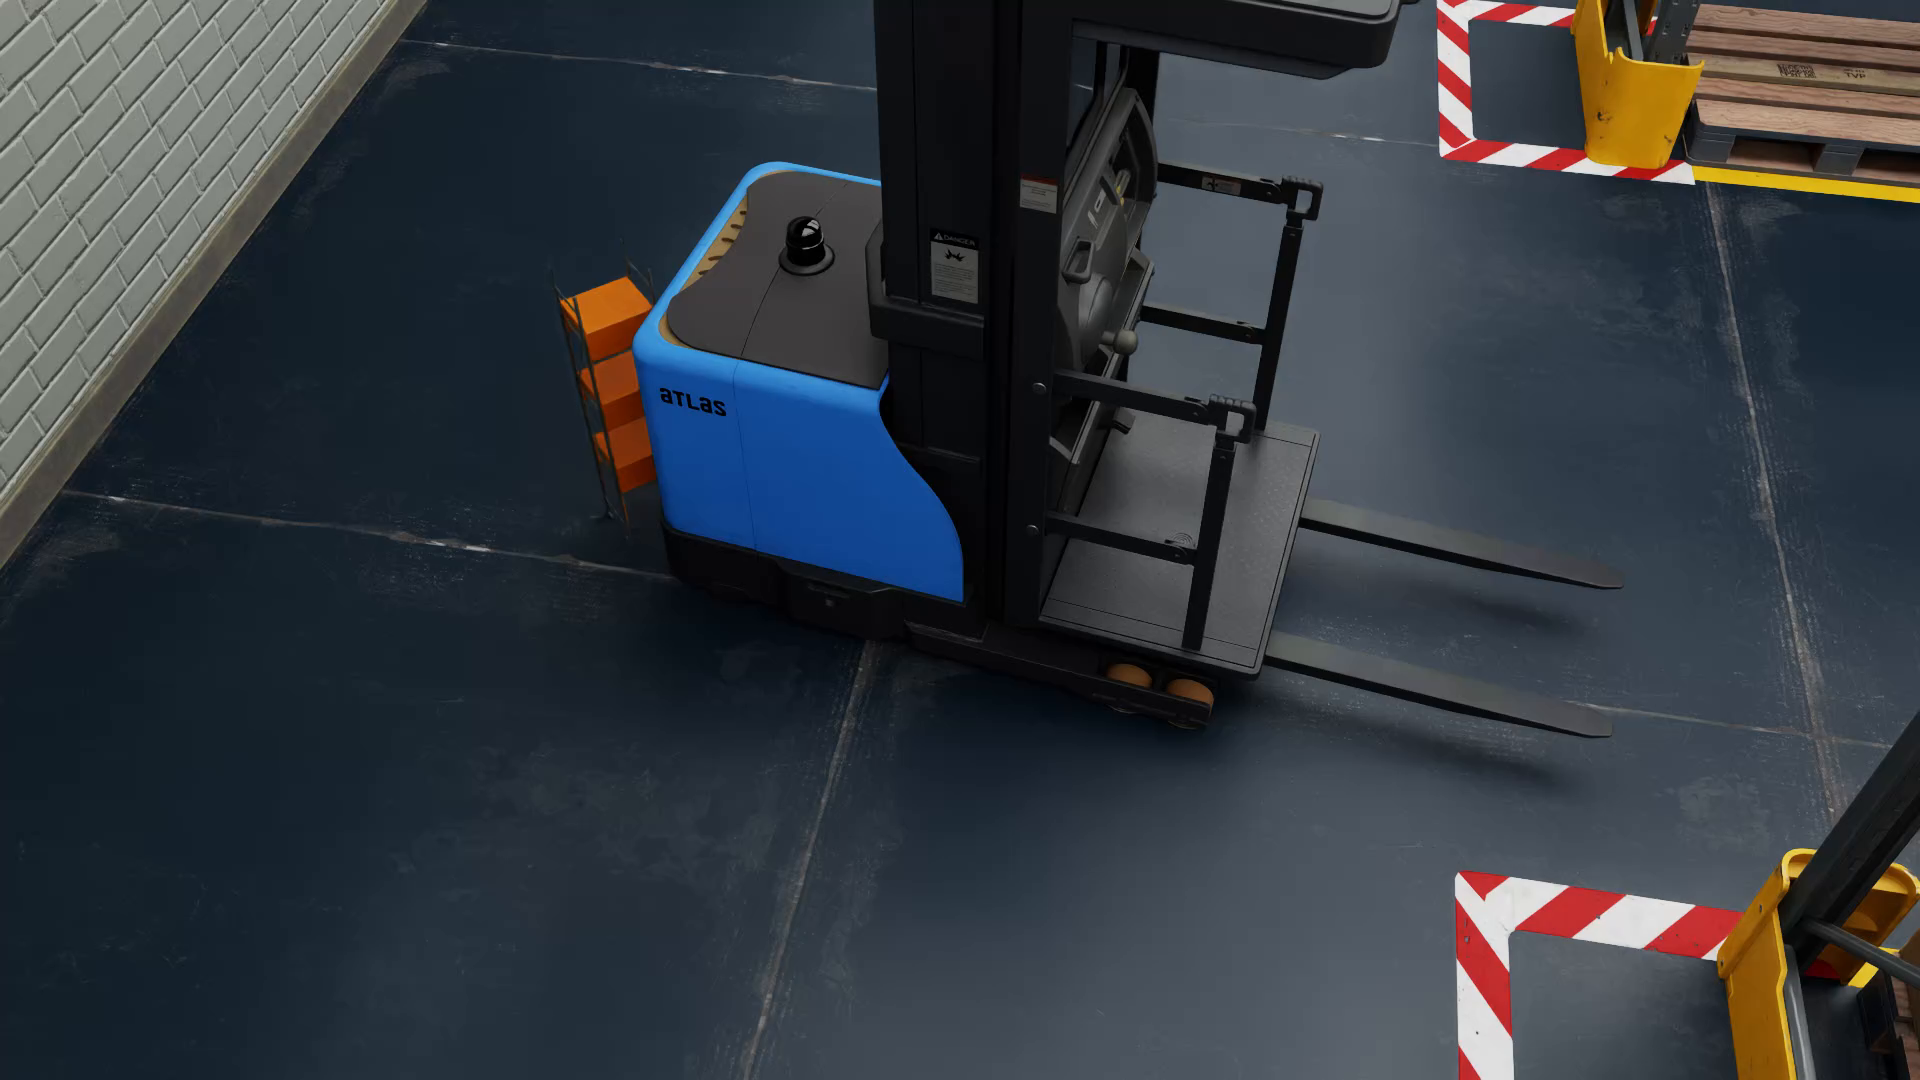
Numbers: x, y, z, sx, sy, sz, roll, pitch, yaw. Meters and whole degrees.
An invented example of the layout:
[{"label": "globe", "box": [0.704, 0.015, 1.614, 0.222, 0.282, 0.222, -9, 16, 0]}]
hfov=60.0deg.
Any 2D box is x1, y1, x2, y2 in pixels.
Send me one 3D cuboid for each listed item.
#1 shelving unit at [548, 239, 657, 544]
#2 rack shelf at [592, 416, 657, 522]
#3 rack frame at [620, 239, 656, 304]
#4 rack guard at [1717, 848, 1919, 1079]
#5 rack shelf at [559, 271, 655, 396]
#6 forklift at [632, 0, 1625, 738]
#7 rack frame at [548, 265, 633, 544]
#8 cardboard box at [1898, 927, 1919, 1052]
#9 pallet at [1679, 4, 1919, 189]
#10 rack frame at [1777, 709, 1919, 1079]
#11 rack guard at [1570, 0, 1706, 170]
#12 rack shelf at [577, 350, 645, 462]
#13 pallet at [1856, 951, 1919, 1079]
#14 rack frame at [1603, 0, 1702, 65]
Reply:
[{"label": "shelving unit", "box": [-1.092, -0.462, 5.451, 0.252, 1.050, 0.215, -26, 50, -22]}, {"label": "rack shelf", "box": [-1.086, -0.259, 5.656, 0.240, 0.259, 0.215, -26, 50, -22]}, {"label": "rack frame", "box": [-0.990, -0.511, 5.496, 0.008, 1.050, 0.200, -26, 50, -22]}, {"label": "rack guard", "box": [2.211, 1.418, 4.140, 0.348, 0.500, 1.175, 8, 49, 7]}, {"label": "rack shelf", "box": [-1.098, -0.654, 5.257, 0.240, 0.259, 0.215, -26, 50, -22]}, {"label": "forklift", "box": [0.596, -0.834, 4.529, 3.031, 2.935, 1.130, 14, 50, 12]}, {"label": "rack frame", "box": [-1.194, -0.413, 5.405, 0.008, 1.050, 0.200, -26, 50, -22]}, {"label": "cardboard box", "box": [2.715, 1.152, 4.083, 0.500, 0.500, 0.500, 8, 49, 7]}, {"label": "pallet", "box": [3.825, -1.984, 7.390, 1.213, 0.211, 1.003, 8, 49, 7]}, {"label": "rack frame", "box": [2.136, 0.572, 3.219, 0.127, 3.000, 1.000, 8, 49, 7]}, {"label": "rack guard", "box": [2.995, -2.211, 7.401, 0.348, 0.500, 1.175, 8, 49, 7]}, {"label": "rack shelf", "box": [-1.092, -0.455, 5.458, 0.240, 0.259, 0.215, -26, 50, -22]}, {"label": "pallet", "box": [2.996, 1.619, 4.154, 1.213, 0.211, 1.003, 8, 49, 7]}, {"label": "rack frame", "box": [3.021, -3.053, 6.477, 0.127, 3.000, 1.000, 8, 49, 7]}]
